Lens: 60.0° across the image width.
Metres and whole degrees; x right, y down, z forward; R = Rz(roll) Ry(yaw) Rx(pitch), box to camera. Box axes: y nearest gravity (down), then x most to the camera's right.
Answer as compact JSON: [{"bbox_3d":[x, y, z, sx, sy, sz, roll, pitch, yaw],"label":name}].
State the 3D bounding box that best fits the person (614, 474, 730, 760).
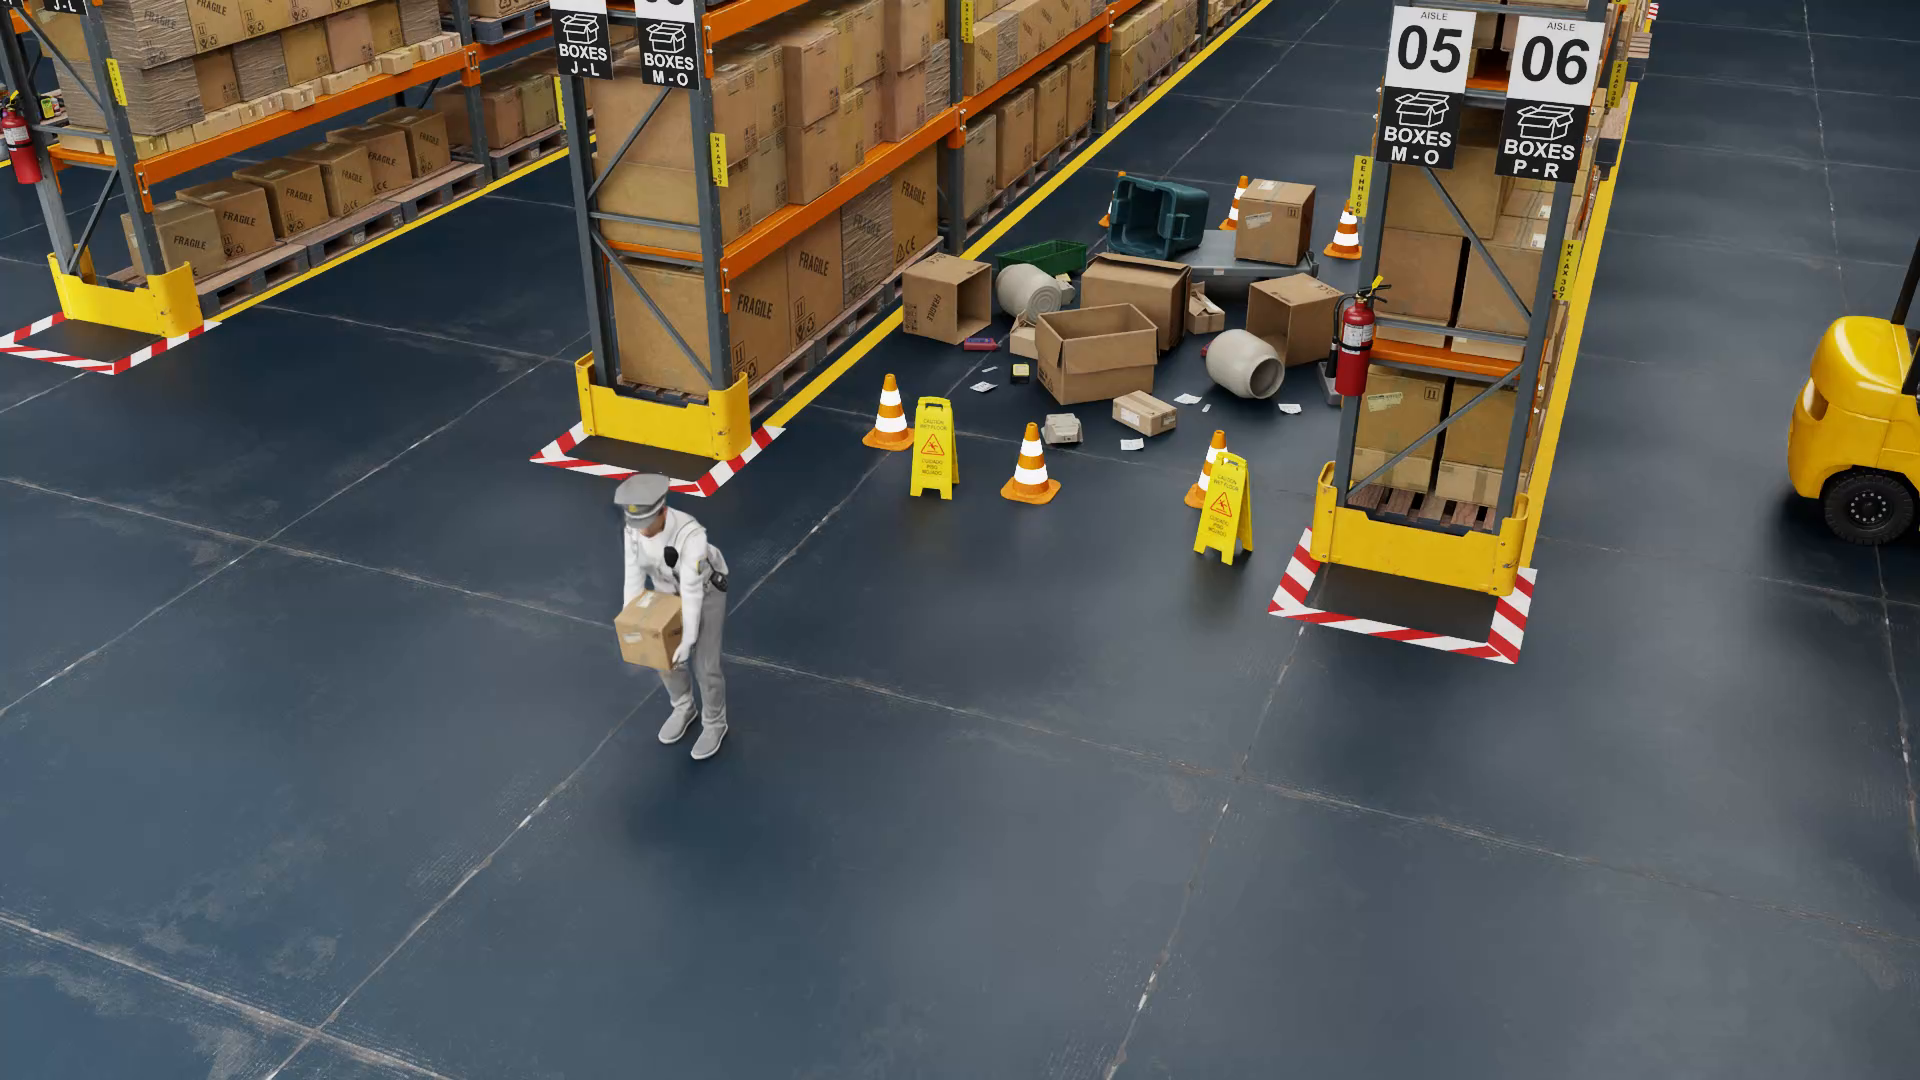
[{"bbox_3d":[-1.339,0.345,7.889,0.407,1.572,0.623,11,32,18],"label":"person"}]
